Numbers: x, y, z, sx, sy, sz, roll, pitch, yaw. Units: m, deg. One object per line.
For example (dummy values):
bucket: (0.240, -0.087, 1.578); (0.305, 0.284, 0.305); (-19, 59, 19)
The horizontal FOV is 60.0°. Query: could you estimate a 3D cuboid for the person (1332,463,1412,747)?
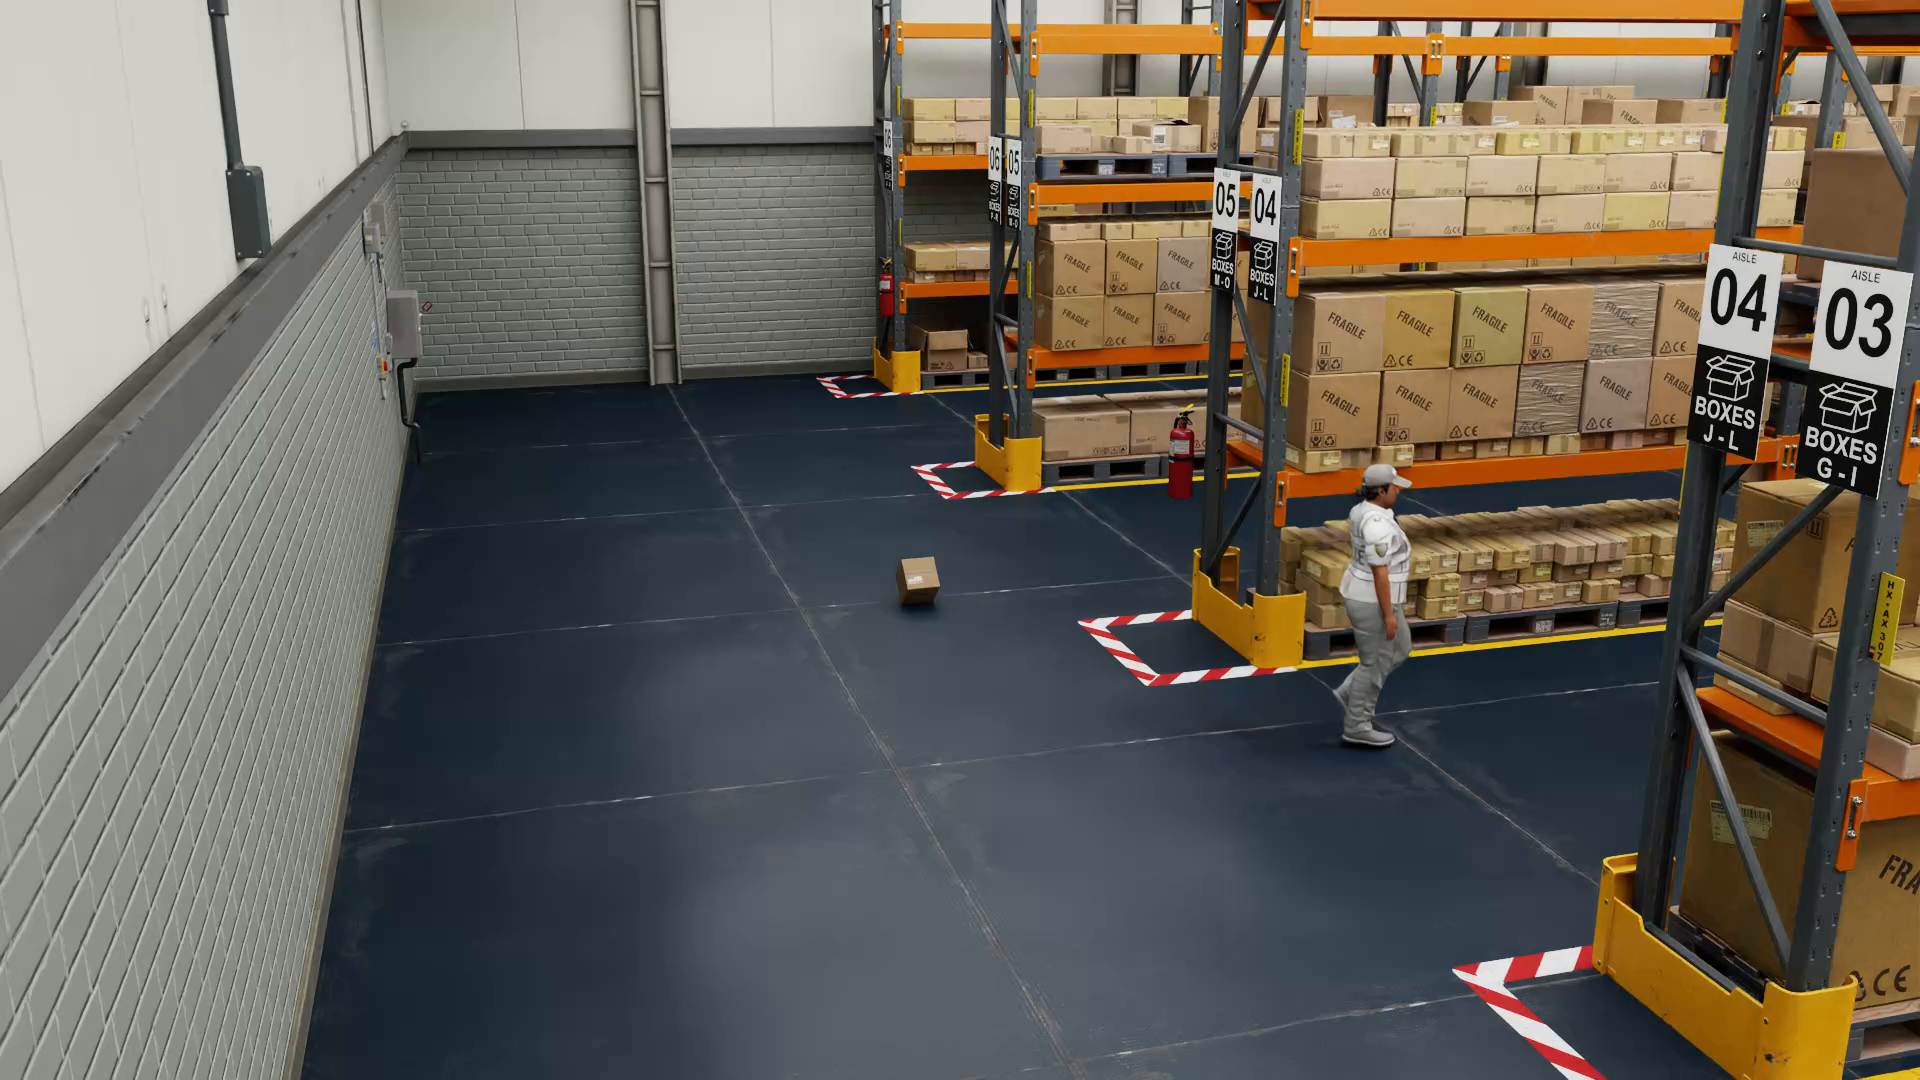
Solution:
person: (2.441, 0.367, 9.671); (0.466, 1.652, 0.519); (1, 16, 3)
